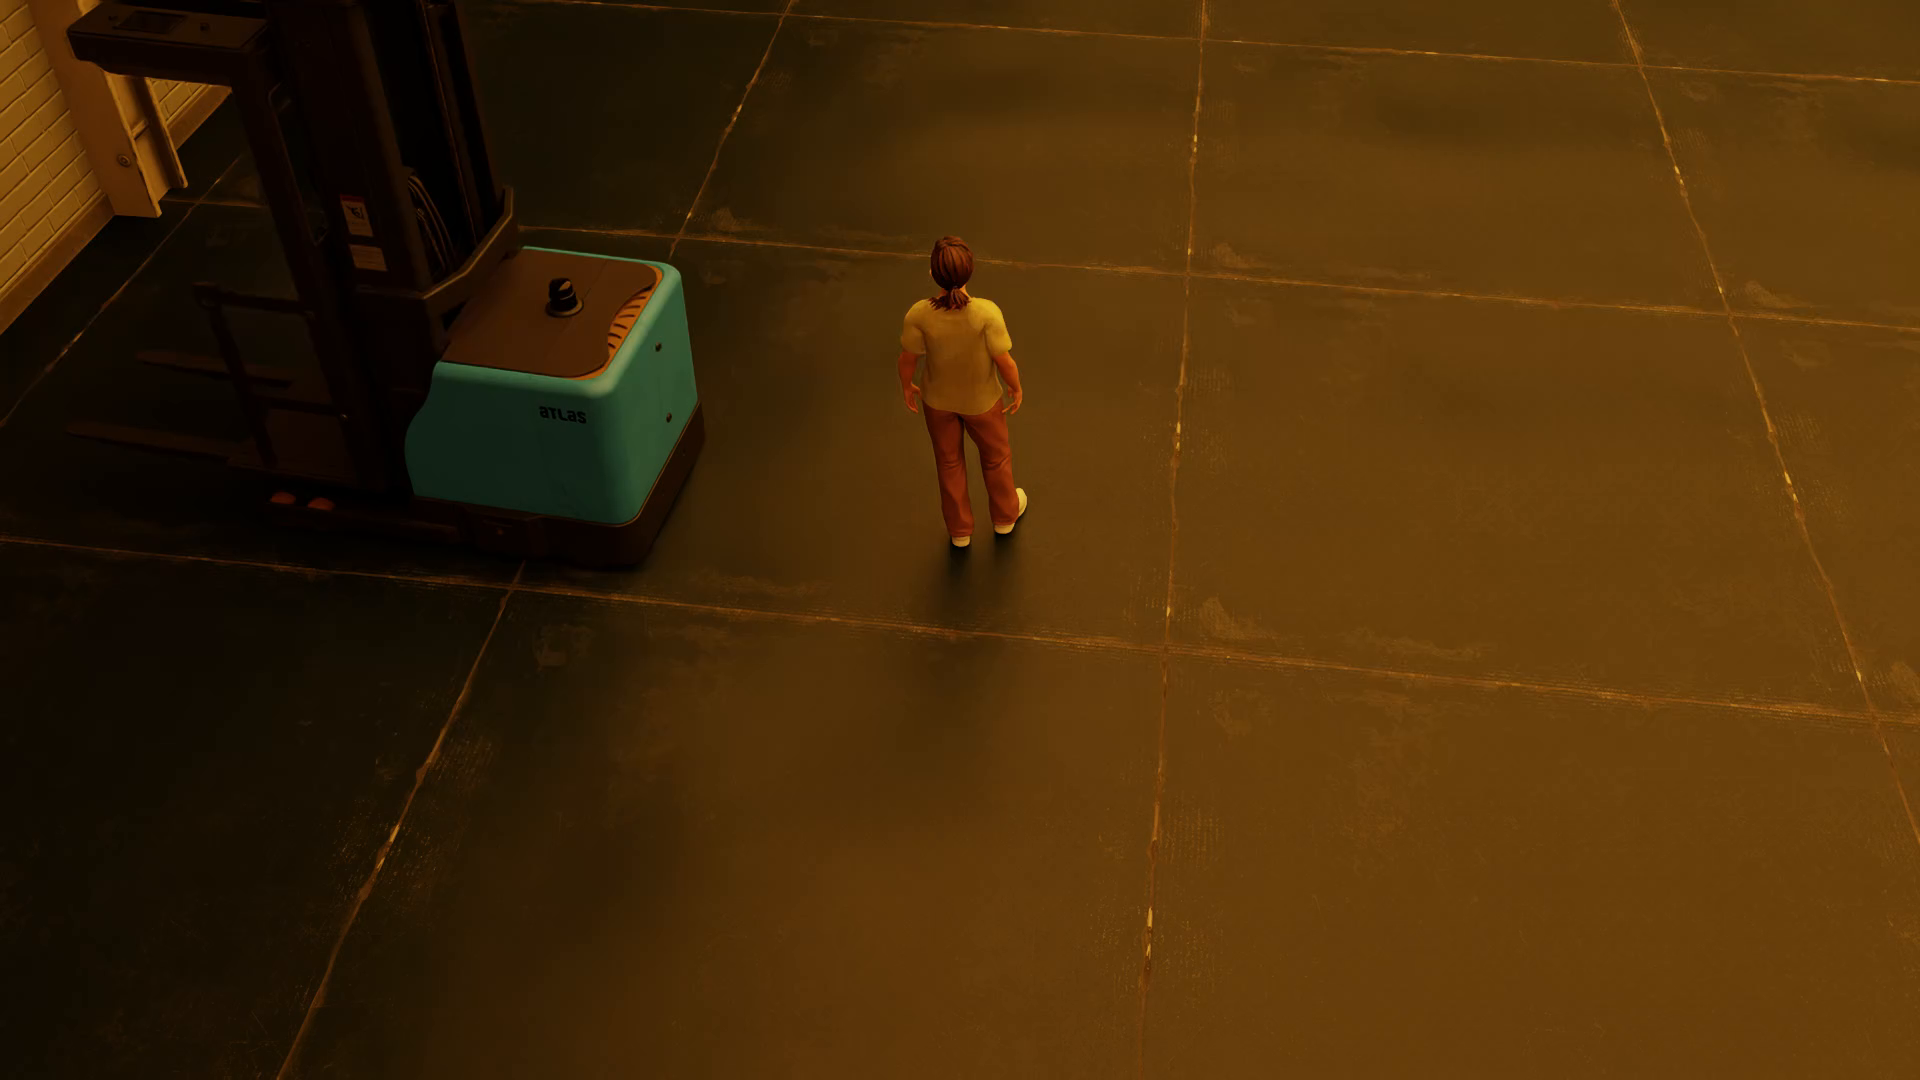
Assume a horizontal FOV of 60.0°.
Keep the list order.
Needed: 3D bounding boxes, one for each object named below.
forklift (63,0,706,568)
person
[{"bbox_3d":[-2.847,-1.459,7.313,3.031,2.935,1.130,8,43,9],"label":"forklift"},{"bbox_3d":[0.022,-0.671,7.372,0.552,1.674,0.548,5,43,6],"label":"person"}]
